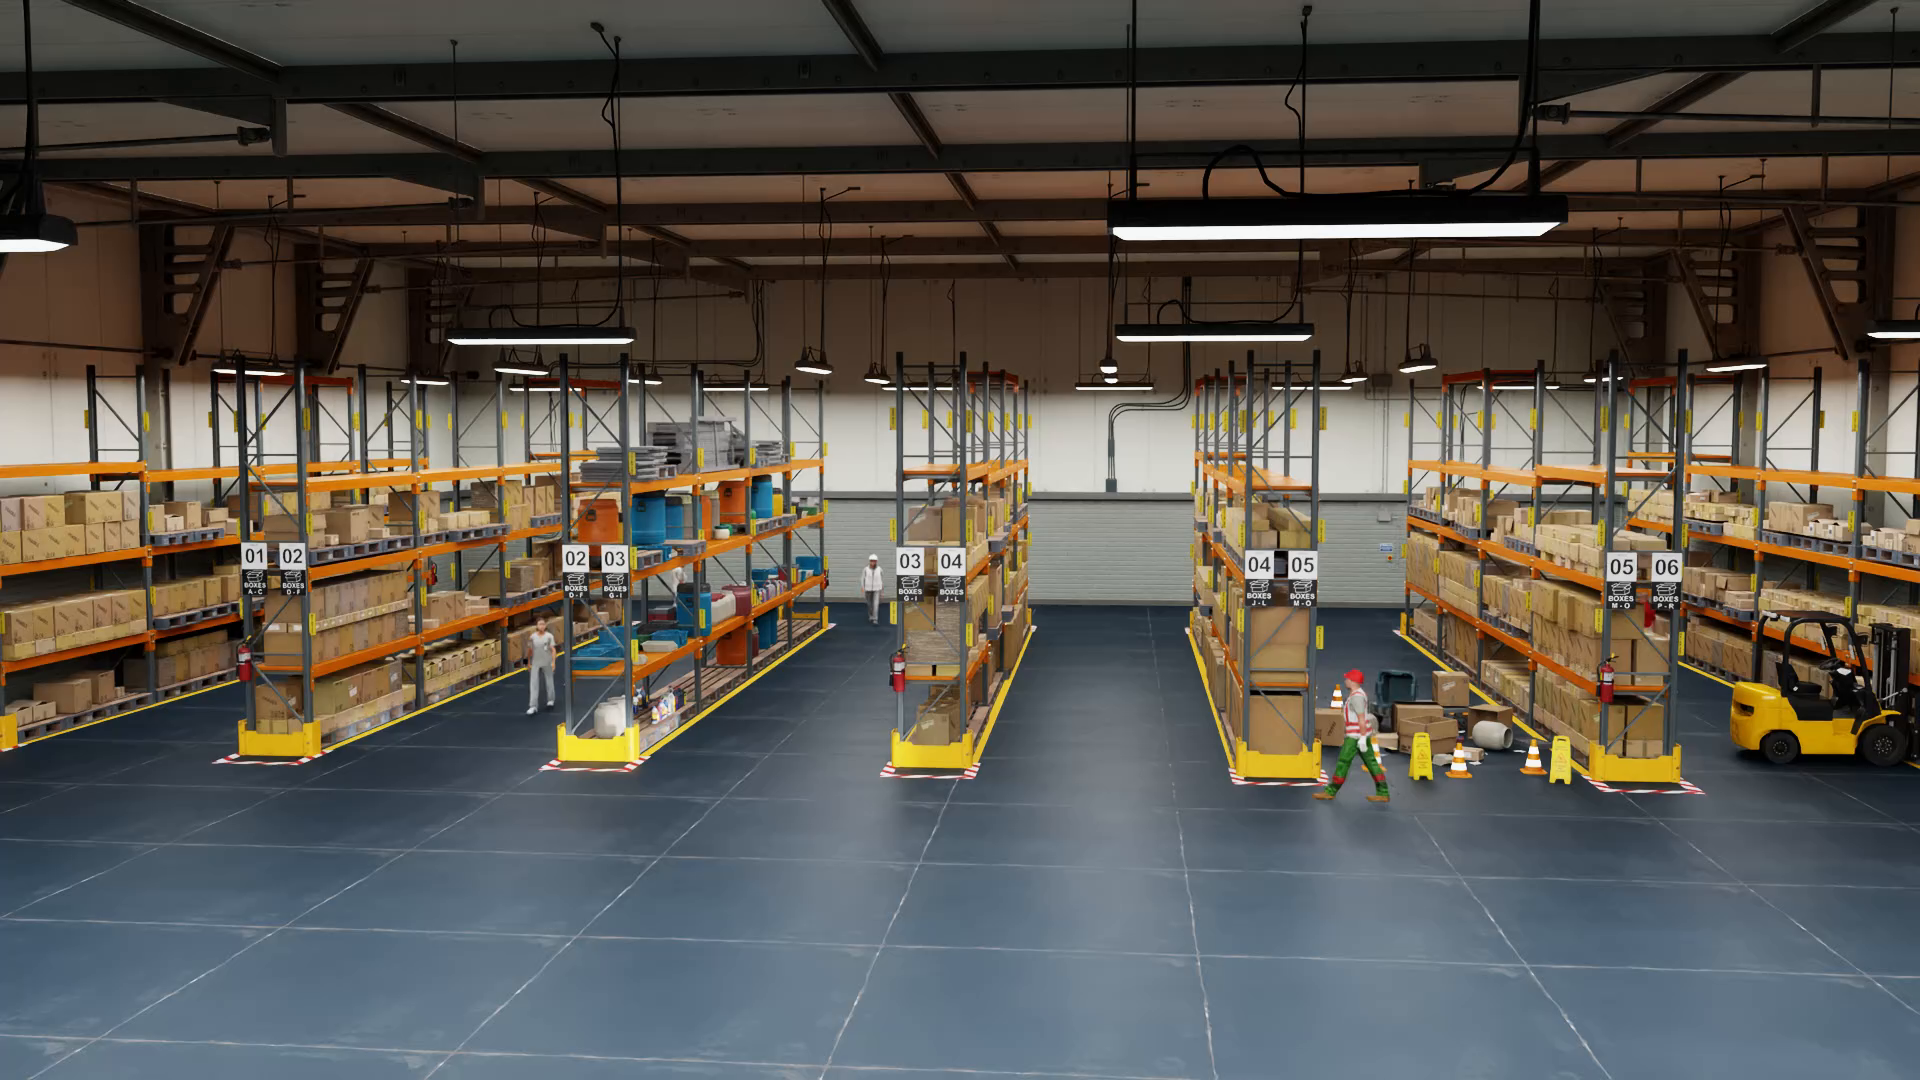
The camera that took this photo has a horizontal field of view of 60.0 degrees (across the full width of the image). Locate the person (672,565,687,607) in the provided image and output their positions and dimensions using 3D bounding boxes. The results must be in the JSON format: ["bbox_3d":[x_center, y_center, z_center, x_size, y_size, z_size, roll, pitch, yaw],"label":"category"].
[{"bbox_3d":[-6.755,1.279,39.904,0.752,1.782,0.584,-1,4,-19],"label":"person"}]

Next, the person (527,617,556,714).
[{"bbox_3d":[-7.229,2.138,28.672,0.541,1.604,1.072,0,4,-3],"label":"person"}]

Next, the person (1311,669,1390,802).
[{"bbox_3d":[5.157,2.554,21.854,0.986,1.725,0.584,2,4,25],"label":"person"}]

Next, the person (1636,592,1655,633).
[{"bbox_3d":[13.181,1.909,32.060,0.588,1.630,0.476,-2,5,-27],"label":"person"}]

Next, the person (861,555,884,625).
[{"bbox_3d":[-2.165,1.221,41.070,0.567,1.718,1.084,0,4,2],"label":"person"}]
